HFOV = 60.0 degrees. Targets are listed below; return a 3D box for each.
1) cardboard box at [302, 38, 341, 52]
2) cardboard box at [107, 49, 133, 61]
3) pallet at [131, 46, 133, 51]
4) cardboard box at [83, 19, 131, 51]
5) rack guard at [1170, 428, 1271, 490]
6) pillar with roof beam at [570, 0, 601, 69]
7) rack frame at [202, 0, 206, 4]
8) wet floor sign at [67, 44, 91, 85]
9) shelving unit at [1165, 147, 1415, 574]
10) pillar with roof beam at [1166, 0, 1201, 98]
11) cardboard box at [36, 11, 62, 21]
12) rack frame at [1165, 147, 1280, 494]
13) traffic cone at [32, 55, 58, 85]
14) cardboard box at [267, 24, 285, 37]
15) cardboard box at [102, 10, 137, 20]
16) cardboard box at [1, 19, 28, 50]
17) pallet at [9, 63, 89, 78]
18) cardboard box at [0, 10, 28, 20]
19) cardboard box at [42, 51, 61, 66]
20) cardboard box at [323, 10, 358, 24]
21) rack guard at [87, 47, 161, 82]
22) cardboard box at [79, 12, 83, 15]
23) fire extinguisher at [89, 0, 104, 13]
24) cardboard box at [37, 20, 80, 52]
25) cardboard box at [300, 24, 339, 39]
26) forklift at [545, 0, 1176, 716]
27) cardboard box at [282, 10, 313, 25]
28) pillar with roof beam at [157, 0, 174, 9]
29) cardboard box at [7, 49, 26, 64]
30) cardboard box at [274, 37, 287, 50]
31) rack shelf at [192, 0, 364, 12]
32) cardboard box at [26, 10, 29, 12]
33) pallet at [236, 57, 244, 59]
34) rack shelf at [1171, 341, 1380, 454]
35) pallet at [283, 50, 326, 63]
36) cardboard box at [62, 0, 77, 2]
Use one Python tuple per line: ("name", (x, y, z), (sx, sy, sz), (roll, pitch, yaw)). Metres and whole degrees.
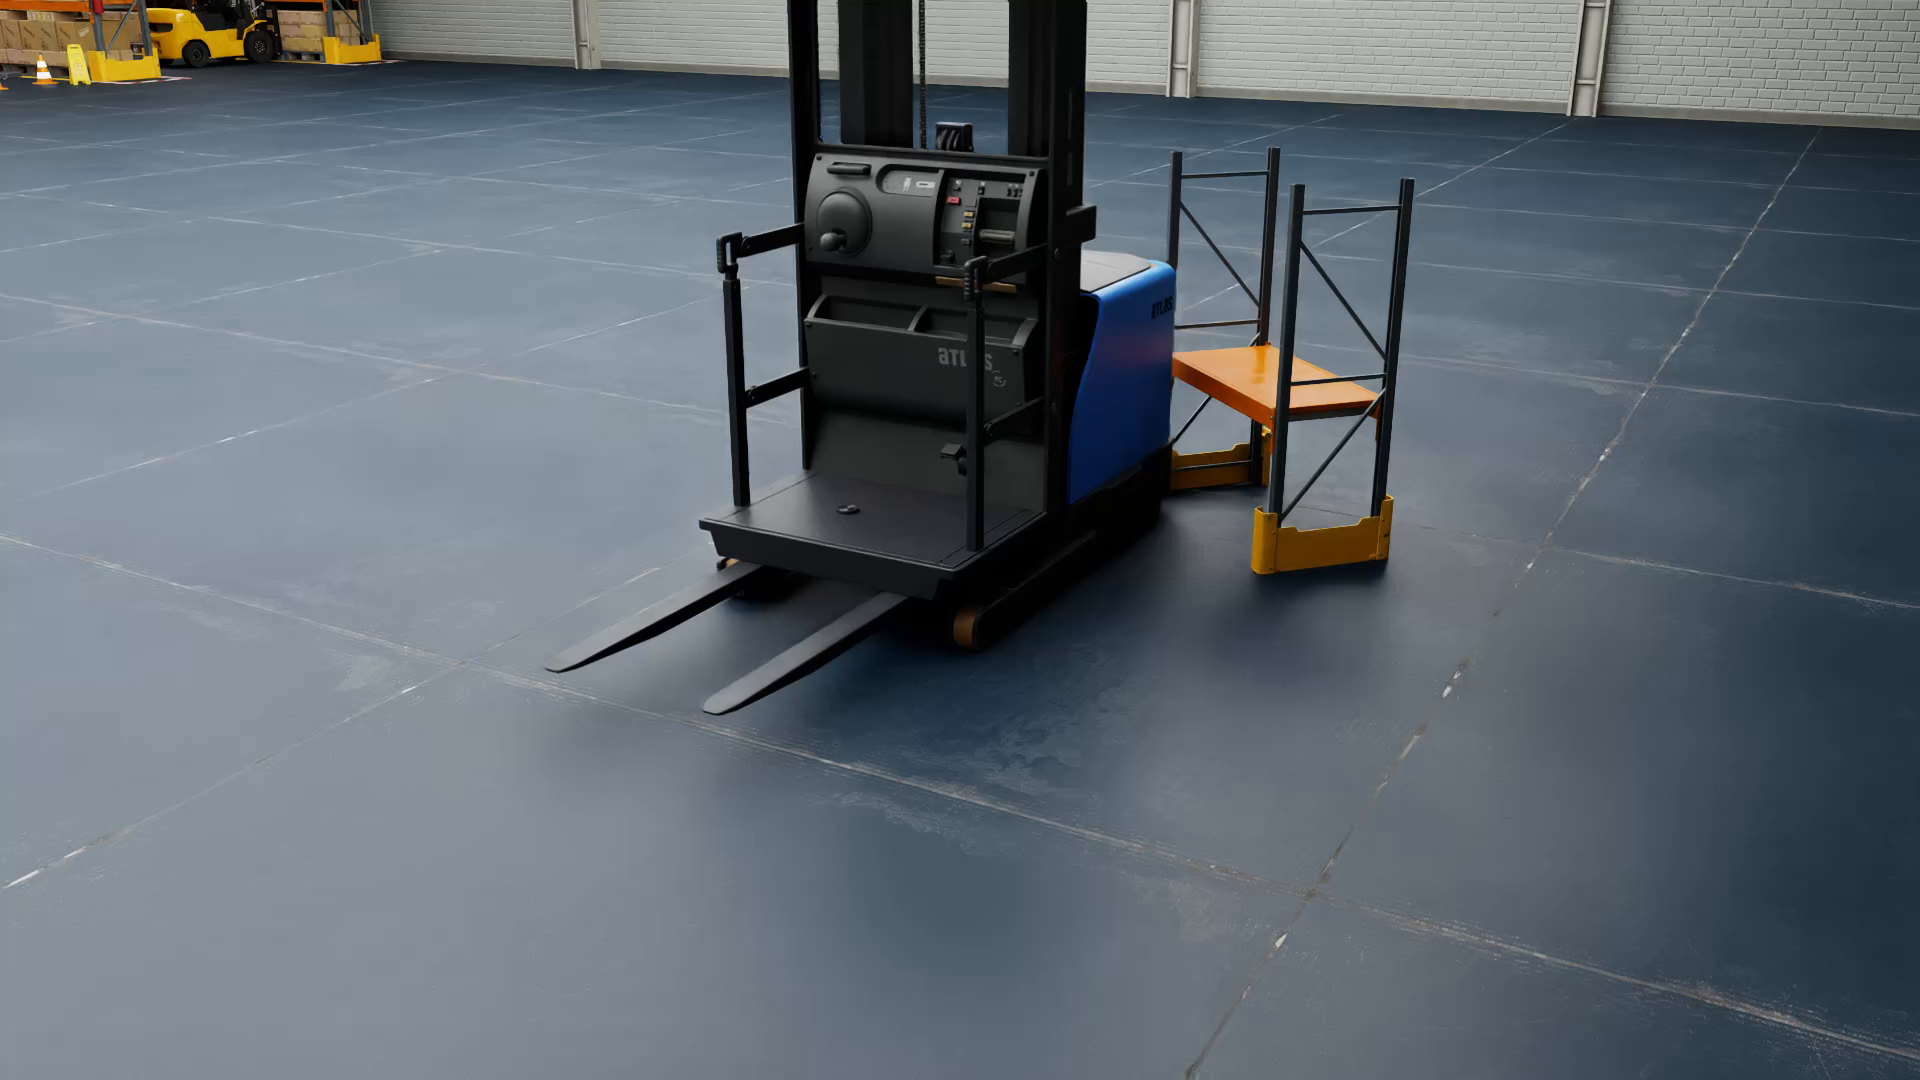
("cardboard box", (-12.656, -9.831, 32.984), (0.500, 0.250, 0.500), (11, 23, 28))
("cardboard box", (-15.079, -8.585, 29.550), (0.500, 0.250, 0.500), (11, 22, 27))
("pallet", (-18.376, -10.813, 36.365), (1.213, 0.211, 1.003), (11, 23, 27))
("cardboard box", (-15.100, -8.941, 29.432), (0.500, 0.500, 0.500), (10, 22, 26))
("rack guard", (1.118, -0.348, 7.459), (0.587, 0.250, 0.087), (-6, 21, -17))
("pillar with roof beam", (-9.122, -11.867, 26.383), (0.400, 9.000, 9.100), (11, 23, 27))
("rack frame", (-15.584, -11.607, 34.465), (0.127, 3.000, 1.000), (11, 23, 27))
("wet floor sign", (-14.865, -8.007, 27.992), (0.267, 0.644, 0.232), (-16, 26, -38))
("shelving unit", (1.275, -0.775, 6.802), (0.587, 1.500, 1.083), (-6, 21, -17))
("pillar with roof beam", (1.355, -9.871, 20.882), (0.400, 9.000, 9.100), (11, 23, 27))
("cardboard box", (-15.907, -9.165, 29.099), (0.250, 0.149, 0.380), (11, 23, 28))
("rack frame", (1.117, -0.936, 7.247), (0.500, 1.500, 0.032), (-6, 21, -17))
("traffic cone", (-15.514, -7.959, 28.127), (0.334, 0.463, 0.336), (11, 23, 27))
("cardboard box", (-13.563, -10.236, 33.368), (0.500, 0.250, 0.500), (10, 22, 26))
("cardboard box", (-17.964, -11.139, 36.042), (0.625, 0.625, 0.875), (12, 23, 29))
("cardboard box", (-16.693, -9.035, 29.692), (0.500, 0.500, 0.500), (12, 23, 30))
("pallet", (-16.329, -8.514, 30.028), (1.213, 0.211, 1.003), (11, 23, 27))
("cardboard box", (-16.852, -9.345, 29.594), (0.250, 0.149, 0.380), (12, 23, 30))
("cardboard box", (-15.795, -8.511, 29.347), (0.500, 0.250, 0.500), (11, 23, 27))
("cardboard box", (-12.419, -10.453, 33.233), (0.500, 0.250, 0.500), (10, 22, 26))
("rack guard", (-14.576, -8.301, 29.017), (0.348, 0.500, 1.175), (11, 23, 27))
("cardboard box", (-19.379, -11.779, 37.038), (0.250, 0.149, 0.380), (12, 23, 30))
("fire extinguisher", (-14.634, -9.271, 28.138), (0.183, 0.674, 0.296), (11, 23, 27))
("cardboard box", (-15.793, -8.862, 29.215), (0.500, 0.500, 0.500), (12, 23, 29))
("cardboard box", (-12.669, -10.070, 32.910), (0.500, 0.250, 0.500), (10, 22, 27))
("forklift", (-0.250, -1.168, 5.788), (1.130, 2.935, 3.031), (11, 23, 27))
("cardboard box", (-13.095, -10.384, 33.042), (0.500, 0.250, 0.500), (11, 23, 28))
("pillar with roof beam", (-19.598, -13.862, 31.885), (0.400, 9.000, 9.100), (11, 23, 27))
("cardboard box", (-16.682, -8.682, 29.818), (0.500, 0.250, 0.500), (10, 22, 27))
("cardboard box", (-13.518, -10.002, 33.457), (0.500, 0.250, 0.500), (11, 23, 28))
("rack shelf", (-13.838, -10.936, 33.671), (4.000, 0.370, 1.077), (11, 23, 27))
("cardboard box", (-20.775, -11.835, 37.192), (0.250, 0.149, 0.380), (10, 22, 25))
("pallet", (-14.910, -10.152, 34.541), (1.213, 0.211, 1.003), (11, 23, 27))
("rack shelf", (1.278, -0.603, 6.855), (0.538, 0.185, 1.000), (-6, 21, -17))
("pallet", (-12.780, -9.746, 33.423), (1.213, 0.211, 1.003), (11, 23, 27))
("cardboard box", (-15.216, -9.353, 28.619), (0.250, 0.149, 0.380), (10, 22, 27))
